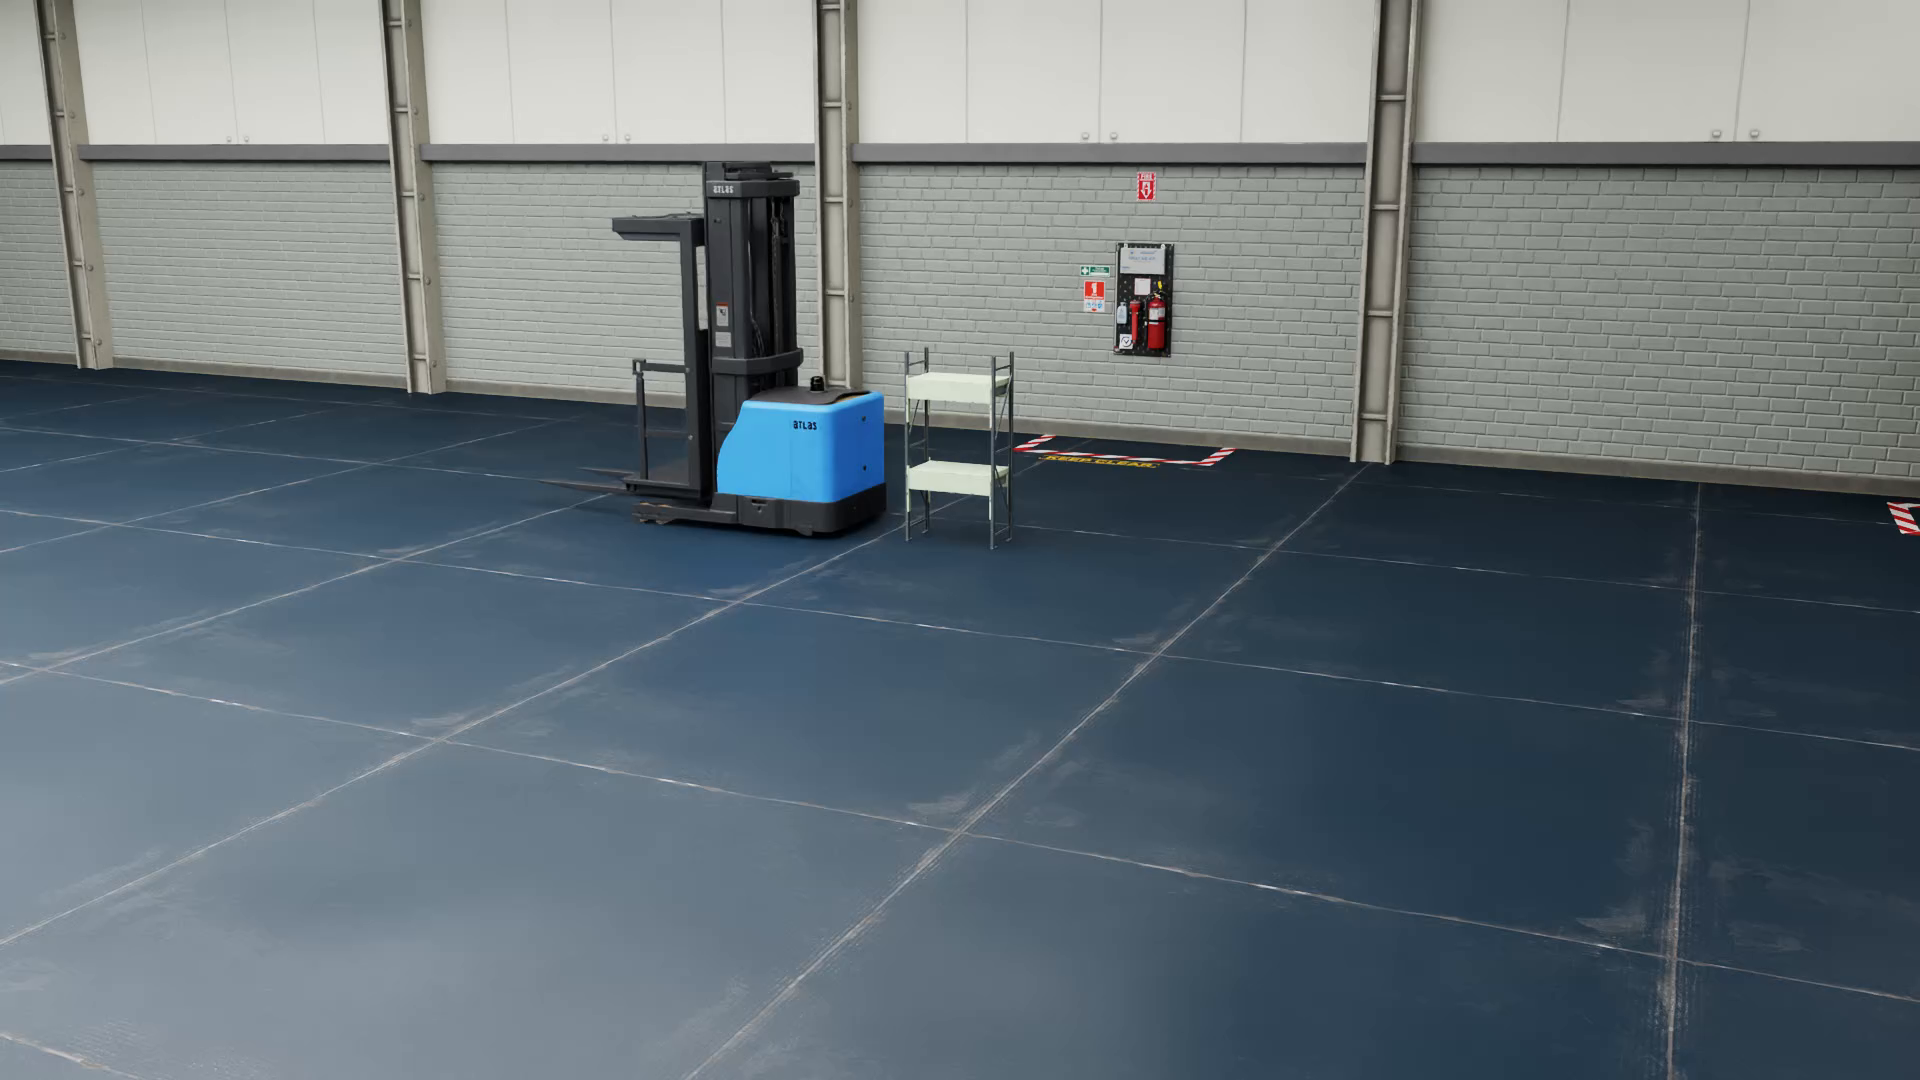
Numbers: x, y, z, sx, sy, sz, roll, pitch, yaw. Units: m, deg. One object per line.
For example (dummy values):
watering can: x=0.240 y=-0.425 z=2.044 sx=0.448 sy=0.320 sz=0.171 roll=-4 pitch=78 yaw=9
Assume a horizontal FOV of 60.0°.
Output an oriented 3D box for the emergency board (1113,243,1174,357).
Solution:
emergency board: x=1.887 y=-2.492 z=17.308 sx=0.643 sy=1.169 sz=0.194 roll=6 pitch=14 yaw=23

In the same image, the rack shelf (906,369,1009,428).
rack shelf: x=-0.006 y=-1.111 z=12.997 sx=0.720 sy=0.370 sz=0.431 roll=6 pitch=14 yaw=23

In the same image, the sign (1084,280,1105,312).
sign: x=1.423 y=-2.582 z=17.614 sx=0.234 sy=0.329 sz=0.001 roll=6 pitch=14 yaw=23

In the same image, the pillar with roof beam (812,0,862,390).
pillar with roof beam: x=-3.098 y=-4.832 z=14.149 sx=0.400 sy=9.000 sz=9.100 roll=6 pitch=14 yaw=23

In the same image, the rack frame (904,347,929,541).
rack frame: x=-0.341 y=-0.765 z=13.230 sx=0.023 sy=1.500 sz=0.400 roll=6 pitch=14 yaw=23

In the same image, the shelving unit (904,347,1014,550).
shelving unit: x=-0.006 y=-0.731 z=13.086 sx=0.755 sy=1.500 sz=0.431 roll=6 pitch=14 yaw=23

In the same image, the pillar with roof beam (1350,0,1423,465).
pillar with roof beam: x=2.387 y=-4.277 z=11.783 sx=0.400 sy=9.000 sz=9.100 roll=6 pitch=14 yaw=23

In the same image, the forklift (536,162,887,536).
forklift: x=-2.181 y=-1.659 z=13.908 sx=3.031 sy=2.935 sz=1.130 roll=6 pitch=14 yaw=23

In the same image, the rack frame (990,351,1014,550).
rack frame: x=0.329 y=-0.697 z=12.942 sx=0.023 sy=1.500 sz=0.400 roll=6 pitch=14 yaw=23

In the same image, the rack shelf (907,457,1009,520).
rack shelf: x=-0.006 y=-0.413 z=13.161 sx=0.720 sy=0.370 sz=0.431 roll=6 pitch=14 yaw=23

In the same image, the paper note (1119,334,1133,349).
paper note: x=1.753 y=-2.094 z=17.540 sx=0.142 sy=0.148 sz=0.016 roll=6 pitch=14 yaw=23

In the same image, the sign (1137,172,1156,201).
sign: x=1.920 y=-3.642 z=17.135 sx=0.199 sy=0.298 sz=0.001 roll=6 pitch=14 yaw=23

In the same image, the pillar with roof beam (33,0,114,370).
pillar with roof beam: x=-14.070 y=-5.942 z=18.880 sx=0.400 sy=9.000 sz=9.100 roll=6 pitch=14 yaw=23

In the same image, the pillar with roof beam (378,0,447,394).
pillar with roof beam: x=-8.584 y=-5.387 z=16.515 sx=0.400 sy=9.000 sz=9.100 roll=6 pitch=14 yaw=23

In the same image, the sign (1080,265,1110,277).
sign: x=1.424 y=-2.838 z=17.544 sx=0.331 sy=0.109 sz=0.001 roll=6 pitch=14 yaw=23
